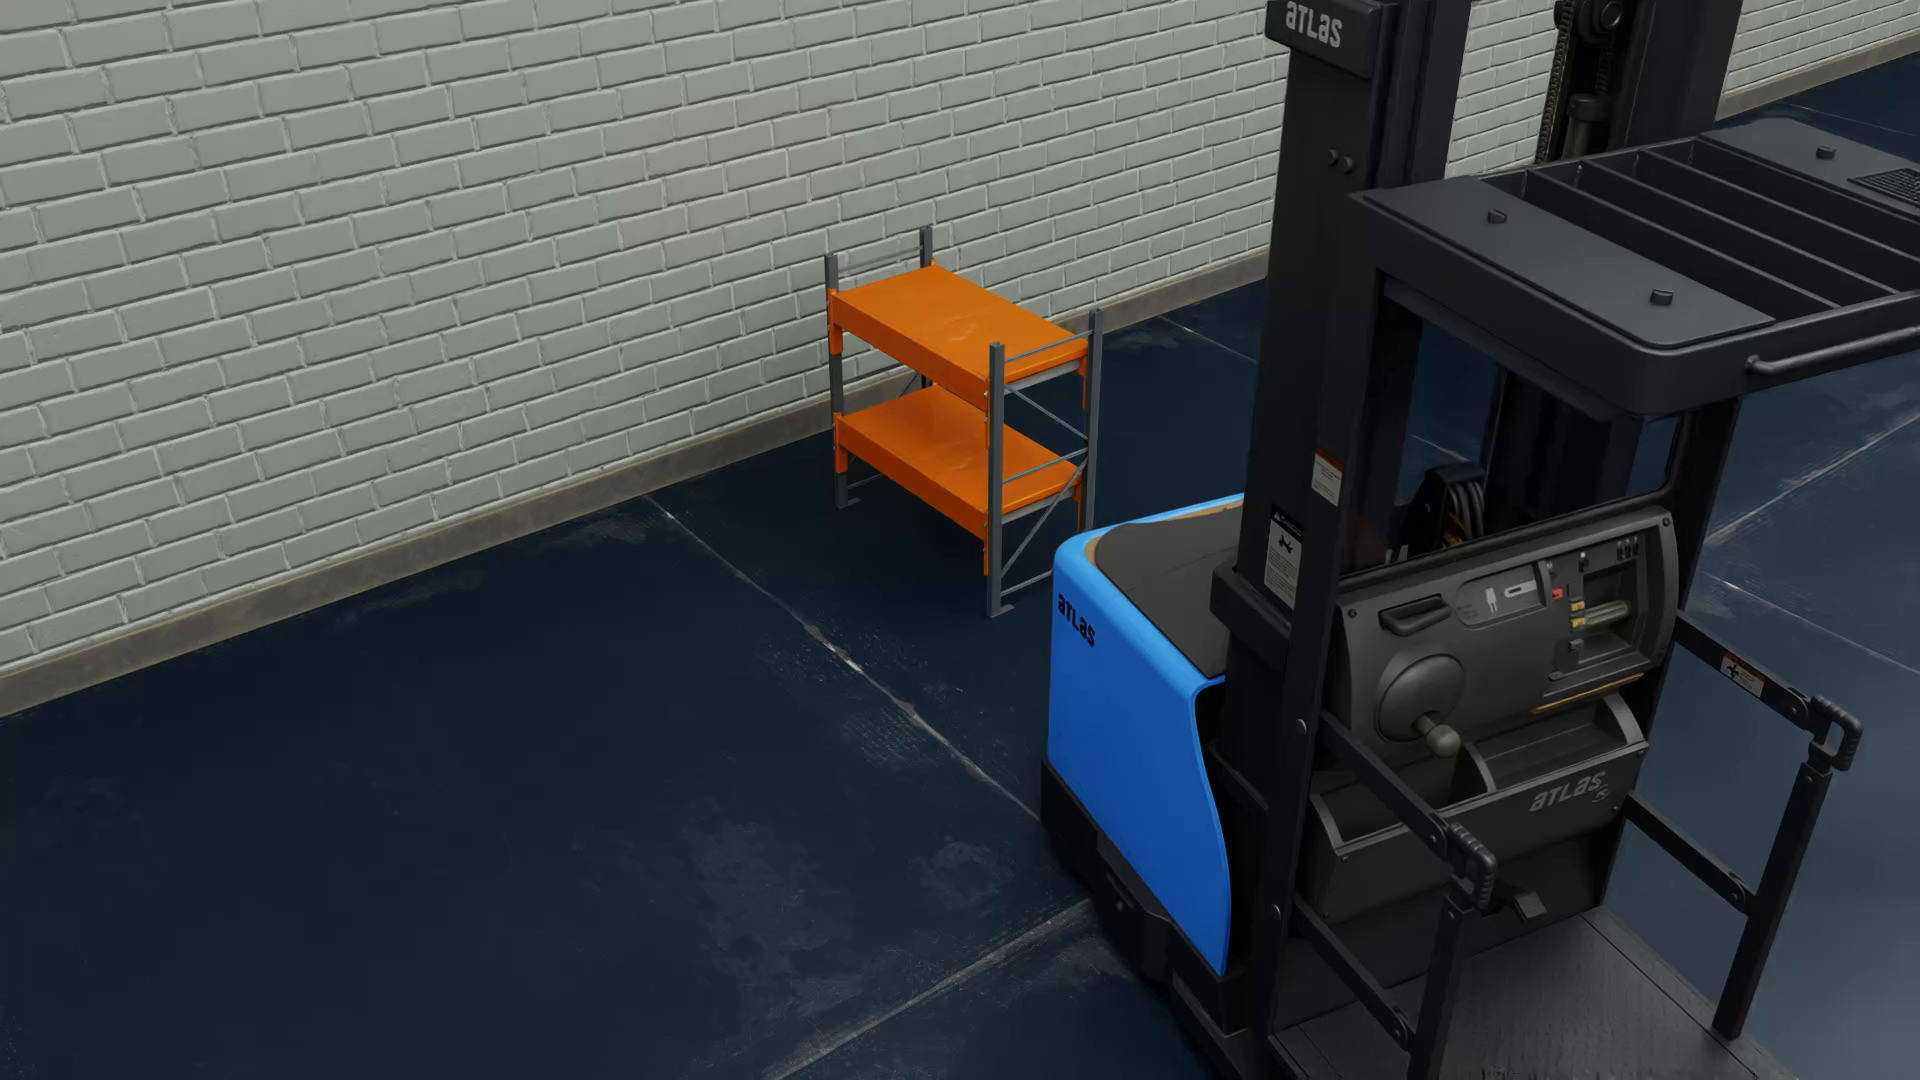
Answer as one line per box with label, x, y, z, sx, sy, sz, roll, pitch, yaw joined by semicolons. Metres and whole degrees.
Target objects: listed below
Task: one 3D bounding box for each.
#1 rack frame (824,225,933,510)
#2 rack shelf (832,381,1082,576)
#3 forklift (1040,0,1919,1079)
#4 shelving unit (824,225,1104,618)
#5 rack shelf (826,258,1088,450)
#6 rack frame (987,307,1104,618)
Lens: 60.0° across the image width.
rack frame;-0.316;-0.693;6.799;0.500;1.125;0.032;-22;38;-31
rack shelf;-0.004;-0.273;6.587;0.538;0.278;1.000;-22;38;-31
forklift;1.332;0.259;3.554;1.130;2.935;3.031;-14;34;-21
shelving unit;-0.004;-0.481;6.458;0.538;1.125;1.048;-22;38;-31
rack shelf;-0.004;-0.729;6.303;0.538;0.278;1.000;-22;38;-31
rack frame;0.308;-0.269;6.117;0.500;1.125;0.032;-22;38;-31
